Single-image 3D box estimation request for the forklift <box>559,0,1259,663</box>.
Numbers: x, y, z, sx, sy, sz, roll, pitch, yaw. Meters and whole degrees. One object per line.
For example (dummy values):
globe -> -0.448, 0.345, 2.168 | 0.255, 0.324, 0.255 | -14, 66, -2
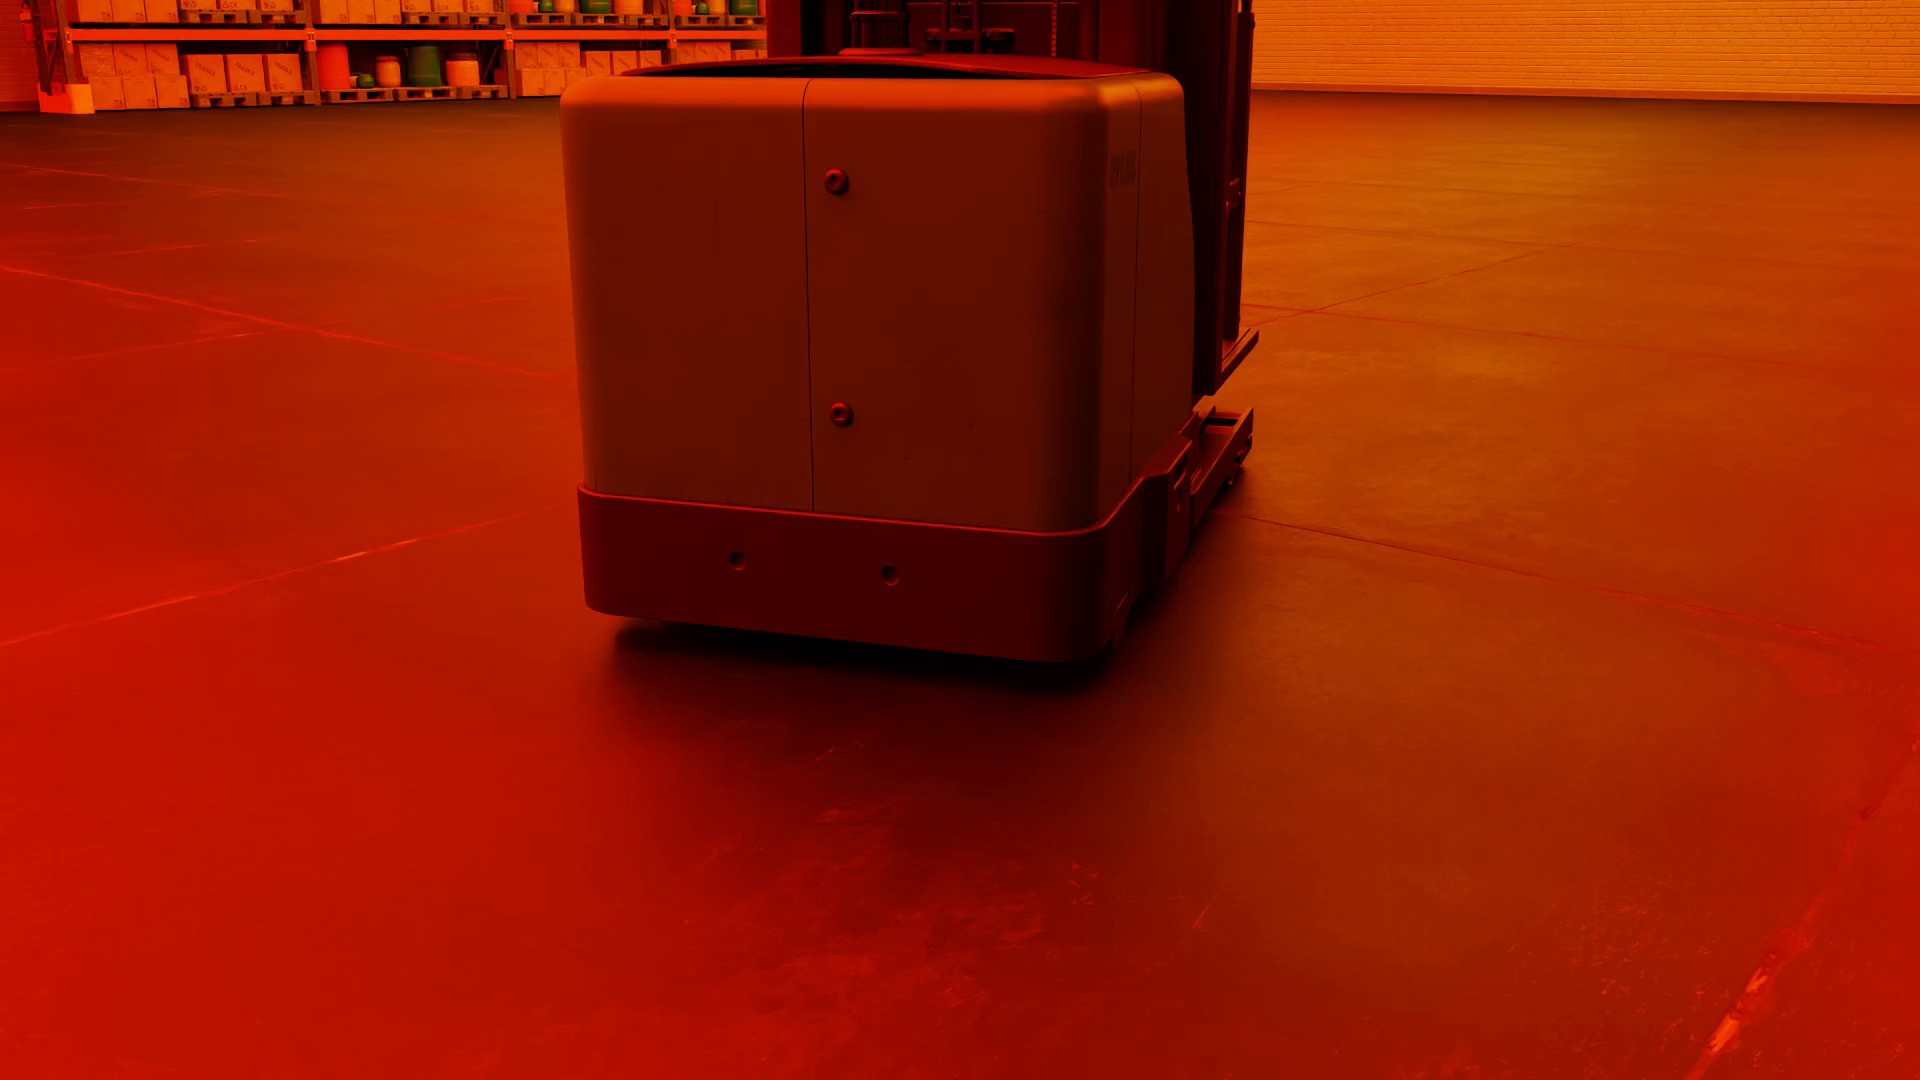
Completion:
forklift -> 0.182, -1.571, 4.072 | 1.130, 2.935, 3.031 | 5, 18, 17
